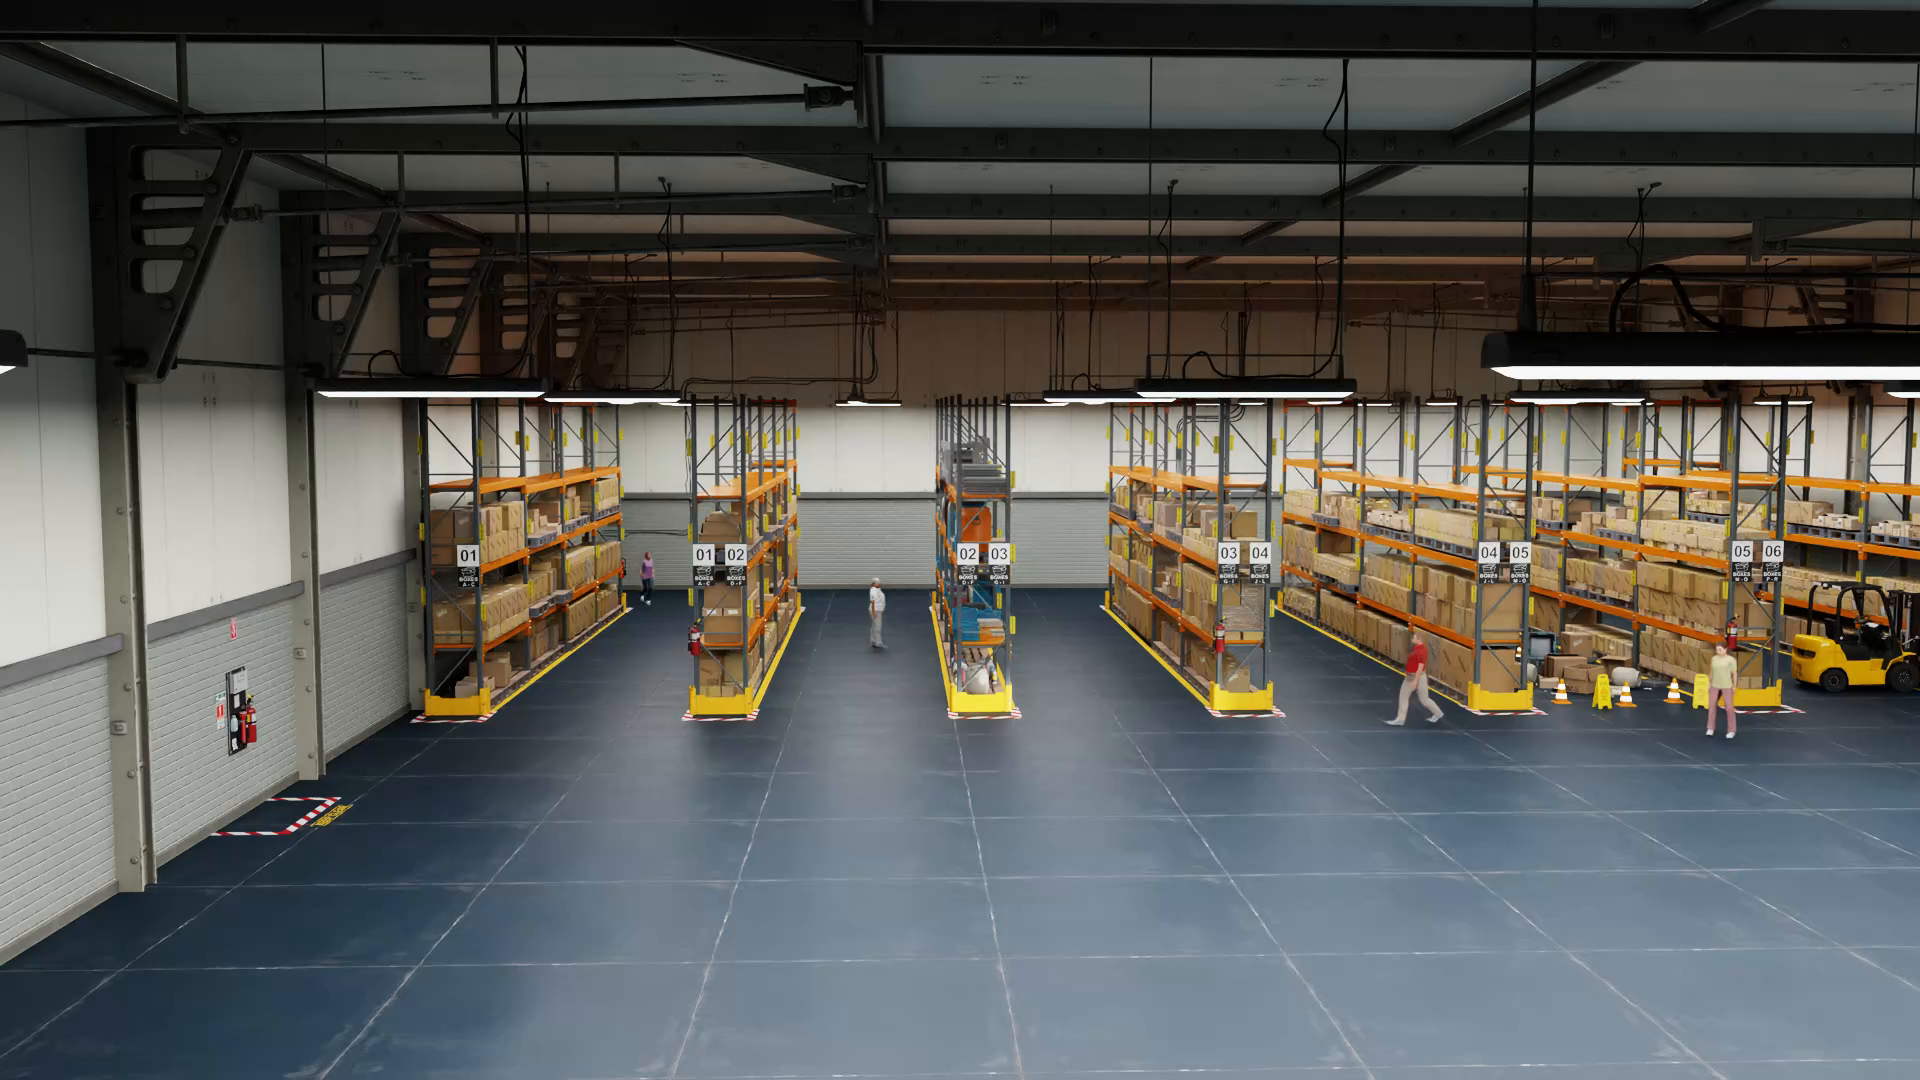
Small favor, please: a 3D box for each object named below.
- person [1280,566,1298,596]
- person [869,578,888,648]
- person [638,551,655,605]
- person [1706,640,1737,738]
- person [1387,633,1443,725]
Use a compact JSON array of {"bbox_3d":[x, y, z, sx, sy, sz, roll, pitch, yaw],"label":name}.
[{"bbox_3d":[9.792,0.992,49.523,0.478,1.697,0.439,-1,5,-7],"label":"person"},{"bbox_3d":[-1.946,1.745,40.085,0.498,1.684,0.509,1,5,10],"label":"person"},{"bbox_3d":[-9.232,1.108,48.892,0.546,1.568,0.598,-3,5,-30],"label":"person"},{"bbox_3d":[13.312,2.592,29.086,0.402,1.676,0.513,-4,6,-44],"label":"person"},{"bbox_3d":[8.249,2.513,30.033,0.974,1.690,0.512,-2,5,-25],"label":"person"}]
